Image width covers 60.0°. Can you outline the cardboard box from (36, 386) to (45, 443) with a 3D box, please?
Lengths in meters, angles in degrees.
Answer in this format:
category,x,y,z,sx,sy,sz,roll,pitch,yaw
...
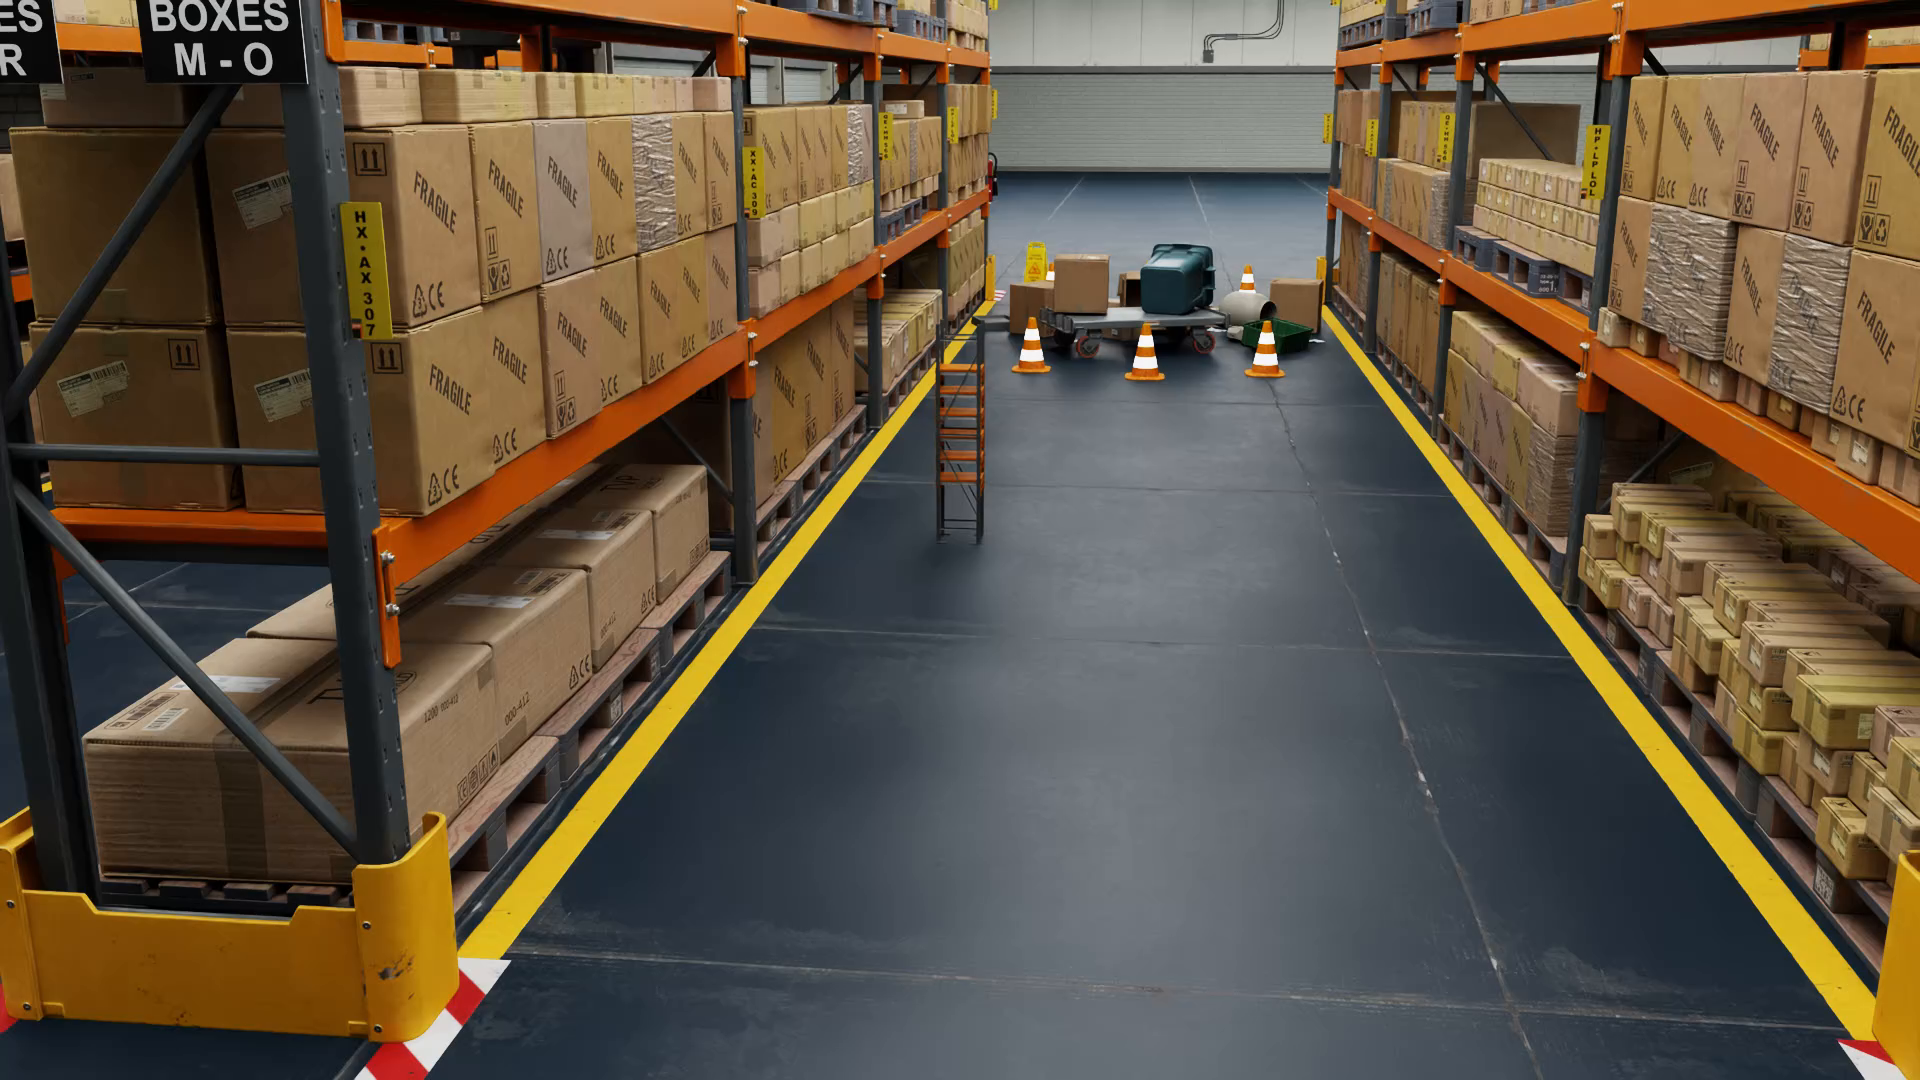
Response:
category,x,y,z,sx,sy,sz,roll,pitch,yaw
cardboard box,-6.000,-0.905,10.747,0.500,0.500,0.500,1,15,4

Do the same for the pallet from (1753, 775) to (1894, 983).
category,x,y,z,sx,sy,sz,roll,pitch,yaw
pallet,3.092,1.031,4.945,1.003,0.211,1.213,2,15,6

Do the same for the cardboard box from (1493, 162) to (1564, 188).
category,x,y,z,sx,sy,sz,roll,pitch,yaw
cardboard box,3.555,-2.282,10.392,0.380,0.149,0.250,2,15,6

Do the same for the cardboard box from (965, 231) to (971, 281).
category,x,y,z,sx,sy,sz,roll,pitch,yaw
cardboard box,-0.175,-2.974,17.440,0.500,0.500,0.500,3,15,9

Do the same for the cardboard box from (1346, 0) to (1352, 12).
category,x,y,z,sx,sy,sz,roll,pitch,yaw
cardboard box,4.397,-5.757,17.679,0.500,0.250,0.500,2,15,6

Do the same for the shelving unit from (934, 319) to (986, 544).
category,x,y,z,sx,sy,sz,roll,pitch,yaw
shelving unit,0.002,-0.583,9.019,0.258,1.200,0.189,2,15,6

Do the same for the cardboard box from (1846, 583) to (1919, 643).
category,x,y,z,sx,sy,sz,roll,pitch,yaw
cardboard box,3.416,0.265,5.954,0.380,0.149,0.250,2,15,6

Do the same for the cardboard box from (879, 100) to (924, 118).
category,x,y,z,sx,sy,sz,roll,pitch,yaw
cardboard box,-0.511,-3.720,14.364,0.380,0.149,0.250,1,15,5

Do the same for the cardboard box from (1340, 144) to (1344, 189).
category,x,y,z,sx,sy,sz,roll,pitch,yaw
cardboard box,4.765,-4.210,18.699,0.875,0.550,0.550,2,15,6

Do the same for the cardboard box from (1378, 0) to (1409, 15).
category,x,y,z,sx,sy,sz,roll,pitch,yaw
cardboard box,4.034,-4.880,15.201,0.380,0.149,0.250,2,15,6

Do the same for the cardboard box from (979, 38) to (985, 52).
category,x,y,z,sx,sy,sz,roll,pitch,yaw
cardboard box,0.075,-5.516,18.548,0.380,0.149,0.250,2,15,7

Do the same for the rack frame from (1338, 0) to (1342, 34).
category,x,y,z,sx,sy,sz,roll,pitch,yaw
rack frame,4.762,-7.132,18.297,1.000,3.000,0.127,2,15,6

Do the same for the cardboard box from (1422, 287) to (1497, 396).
category,x,y,z,sx,sy,sz,roll,pitch,yaw
cardboard box,4.018,-1.433,12.220,1.050,0.750,0.750,1,15,5

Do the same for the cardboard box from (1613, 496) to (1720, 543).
category,x,y,z,sx,sy,sz,roll,pitch,yaw
cardboard box,3.074,-0.084,7.244,0.380,0.149,0.250,2,15,9

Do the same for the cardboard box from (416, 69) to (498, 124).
category,x,y,z,sx,sy,sz,roll,pitch,yaw
cardboard box,-1.556,-1.268,4.753,0.380,0.149,0.250,2,15,8

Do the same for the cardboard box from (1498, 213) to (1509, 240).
category,x,y,z,sx,sy,sz,roll,pitch,yaw
cardboard box,3.519,-1.922,10.202,0.380,0.149,0.250,2,15,9

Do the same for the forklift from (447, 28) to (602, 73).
category,x,y,z,sx,sy,sz,roll,pitch,yaw
forklift,-3.169,-2.202,11.690,1.130,2.935,3.031,-10,18,-33

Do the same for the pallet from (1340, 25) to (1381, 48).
category,x,y,z,sx,sy,sz,roll,pitch,yaw
pallet,4.689,-5.448,17.987,1.003,0.211,1.213,2,15,6

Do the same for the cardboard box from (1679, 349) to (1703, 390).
category,x,y,z,sx,sy,sz,roll,pitch,yaw
cardboard box,2.988,-0.665,6.354,0.380,0.149,0.250,2,15,7

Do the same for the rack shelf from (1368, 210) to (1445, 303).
category,x,y,z,sx,sy,sz,roll,pitch,yaw
rack shelf,4.085,-2.332,13.419,1.077,0.370,4.000,2,15,6

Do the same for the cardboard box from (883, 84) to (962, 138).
category,x,y,z,sx,sy,sz,roll,pitch,yaw
cardboard box,-0.354,-4.100,15.901,0.700,0.500,0.500,2,15,6

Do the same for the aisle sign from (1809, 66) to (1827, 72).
category,x,y,z,sx,sy,sz,roll,pitch,yaw
aisle sign,9.388,-5.343,18.195,0.394,0.787,0.004,2,15,6

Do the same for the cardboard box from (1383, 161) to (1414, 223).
category,x,y,z,sx,sy,sz,roll,pitch,yaw
cardboard box,3.928,-2.987,14.271,0.500,0.500,0.500,2,15,7

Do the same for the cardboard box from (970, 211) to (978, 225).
category,x,y,z,sx,sy,sz,roll,pitch,yaw
cardboard box,-0.005,-3.528,18.247,0.380,0.149,0.250,2,15,7

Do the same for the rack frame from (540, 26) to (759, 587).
category,x,y,z,sx,sy,sz,roll,pitch,yaw
rack frame,-1.522,-1.243,8.012,1.000,3.000,0.127,2,15,6

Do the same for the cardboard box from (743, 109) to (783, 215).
category,x,y,z,sx,sy,sz,roll,pitch,yaw
cardboard box,-1.186,-1.880,8.259,0.500,0.500,0.500,2,15,7

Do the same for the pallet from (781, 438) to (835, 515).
category,x,y,z,sx,sy,sz,roll,pitch,yaw
pallet,-1.374,-0.416,10.298,1.003,0.211,1.213,2,15,6

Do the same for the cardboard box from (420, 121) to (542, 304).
category,x,y,z,sx,sy,sz,roll,pitch,yaw
cardboard box,-1.584,-0.987,4.958,0.500,0.500,0.500,1,15,5

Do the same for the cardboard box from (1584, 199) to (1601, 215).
category,x,y,z,sx,sy,sz,roll,pitch,yaw
cardboard box,3.289,-1.672,8.134,0.380,0.149,0.250,1,15,5

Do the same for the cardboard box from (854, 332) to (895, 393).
category,x,y,z,sx,sy,sz,roll,pitch,yaw
cardboard box,-0.997,-1.361,12.678,0.950,0.372,0.625,1,15,2

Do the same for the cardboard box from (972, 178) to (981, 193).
category,x,y,z,sx,sy,sz,roll,pitch,yaw
cardboard box,0.035,-3.928,18.424,0.380,0.149,0.250,2,15,7

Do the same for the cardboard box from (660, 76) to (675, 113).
category,x,y,z,sx,sy,sz,roll,pitch,yaw
cardboard box,-1.416,-1.868,6.975,0.380,0.149,0.250,2,15,6

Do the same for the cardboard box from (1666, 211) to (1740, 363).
category,x,y,z,sx,sy,sz,roll,pitch,yaw
cardboard box,2.961,-0.936,6.116,0.500,0.500,0.500,1,15,5

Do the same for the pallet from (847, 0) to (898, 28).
category,x,y,z,sx,sy,sz,roll,pitch,yaw
pallet,-1.090,-3.469,10.859,1.213,0.211,1.003,2,15,9

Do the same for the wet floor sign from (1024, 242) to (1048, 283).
category,x,y,z,sx,sy,sz,roll,pitch,yaw
wet floor sign,0.917,-3.236,19.895,0.267,0.644,0.232,7,17,25

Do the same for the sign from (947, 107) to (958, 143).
category,x,y,z,sx,sy,sz,roll,pitch,yaw
sign,-0.067,-3.861,15.477,0.100,0.325,0.005,2,15,6

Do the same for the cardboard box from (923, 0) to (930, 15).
category,x,y,z,sx,sy,sz,roll,pitch,yaw
cardboard box,-0.541,-4.740,14.683,0.500,0.250,0.500,1,15,5

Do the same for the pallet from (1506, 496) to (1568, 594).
category,x,y,z,sx,sy,sz,roll,pitch,yaw
pallet,3.495,0.021,8.681,1.003,0.211,1.213,2,15,6

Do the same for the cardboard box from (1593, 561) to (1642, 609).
category,x,y,z,sx,sy,sz,roll,pitch,yaw
cardboard box,3.018,0.204,7.318,0.380,0.149,0.250,2,15,8

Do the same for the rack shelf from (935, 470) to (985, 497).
category,x,y,z,sx,sy,sz,roll,pitch,yaw
rack shelf,0.002,-0.308,9.094,0.258,0.103,0.180,2,15,6

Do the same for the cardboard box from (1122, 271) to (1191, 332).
category,x,y,z,sx,sy,sz,roll,pitch,yaw
cardboard box,2.053,-2.443,16.972,0.797,0.637,0.503,2,15,6

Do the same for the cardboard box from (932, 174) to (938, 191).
category,x,y,z,sx,sy,sz,roll,pitch,yaw
cardboard box,-0.403,-3.258,15.140,0.380,0.149,0.250,2,15,7

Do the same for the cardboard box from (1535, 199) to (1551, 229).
category,x,y,z,sx,sy,sz,roll,pitch,yaw
cardboard box,3.402,-1.799,9.177,0.380,0.149,0.250,2,15,7

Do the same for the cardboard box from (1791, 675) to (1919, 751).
category,x,y,z,sx,sy,sz,roll,pitch,yaw
cardboard box,2.753,0.521,5.005,0.380,0.149,0.250,1,15,5

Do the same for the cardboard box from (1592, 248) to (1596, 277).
category,x,y,z,sx,sy,sz,roll,pitch,yaw
cardboard box,3.256,-1.314,7.950,0.380,0.149,0.250,1,15,5

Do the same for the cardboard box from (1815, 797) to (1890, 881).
category,x,y,z,sx,sy,sz,roll,pitch,yaw
cardboard box,2.737,0.875,4.836,0.380,0.149,0.250,2,15,8

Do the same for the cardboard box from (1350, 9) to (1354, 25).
category,x,y,z,sx,sy,sz,roll,pitch,yaw
cardboard box,4.291,-5.472,17.391,0.380,0.149,0.250,2,15,6

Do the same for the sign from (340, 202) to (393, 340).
category,x,y,z,sx,sy,sz,roll,pitch,yaw
sign,-1.422,-0.644,3.986,0.100,0.325,0.005,2,15,6

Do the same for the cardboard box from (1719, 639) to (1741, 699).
category,x,y,z,sx,sy,sz,roll,pitch,yaw
cardboard box,2.883,0.463,5.790,0.380,0.149,0.250,2,15,9

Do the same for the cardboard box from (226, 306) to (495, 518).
category,x,y,z,sx,sy,sz,roll,pitch,yaw
cardboard box,-1.634,-0.370,4.591,0.500,0.500,0.500,2,15,6

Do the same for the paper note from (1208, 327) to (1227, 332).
category,x,y,z,sx,sy,sz,roll,pitch,yaw
paper note,2.646,-2.167,17.134,0.172,0.023,0.155,7,17,25

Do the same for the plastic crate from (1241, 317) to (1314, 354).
category,x,y,z,sx,sy,sz,roll,pitch,yaw
plastic crate,3.029,-1.952,15.912,0.450,0.188,0.662,22,25,31

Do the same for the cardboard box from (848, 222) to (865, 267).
category,x,y,z,sx,sy,sz,roll,pitch,yaw
cardboard box,-0.911,-1.936,10.863,0.500,0.250,0.500,2,15,7

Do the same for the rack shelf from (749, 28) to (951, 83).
category,x,y,z,sx,sy,sz,roll,pitch,yaw
rack shelf,-0.845,-3.900,13.469,1.077,0.370,4.000,2,15,6

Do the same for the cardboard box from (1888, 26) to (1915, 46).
category,x,y,z,sx,sy,sz,roll,pitch,yaw
cardboard box,9.141,-4.795,15.689,0.500,0.250,0.500,2,15,6

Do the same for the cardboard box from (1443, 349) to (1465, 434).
category,x,y,z,sx,sy,sz,roll,pitch,yaw
cardboard box,3.526,-0.981,11.027,0.500,0.500,0.500,1,15,4

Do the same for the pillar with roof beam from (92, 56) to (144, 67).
category,x,y,z,sx,sy,sz,roll,pitch,yaw
pillar with roof beam,-2.474,-5.559,12.483,9.100,9.000,0.400,2,15,6

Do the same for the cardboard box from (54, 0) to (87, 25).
category,x,y,z,sx,sy,sz,roll,pitch,yaw
cardboard box,-5.932,-3.401,10.533,0.500,0.250,0.500,2,15,6
